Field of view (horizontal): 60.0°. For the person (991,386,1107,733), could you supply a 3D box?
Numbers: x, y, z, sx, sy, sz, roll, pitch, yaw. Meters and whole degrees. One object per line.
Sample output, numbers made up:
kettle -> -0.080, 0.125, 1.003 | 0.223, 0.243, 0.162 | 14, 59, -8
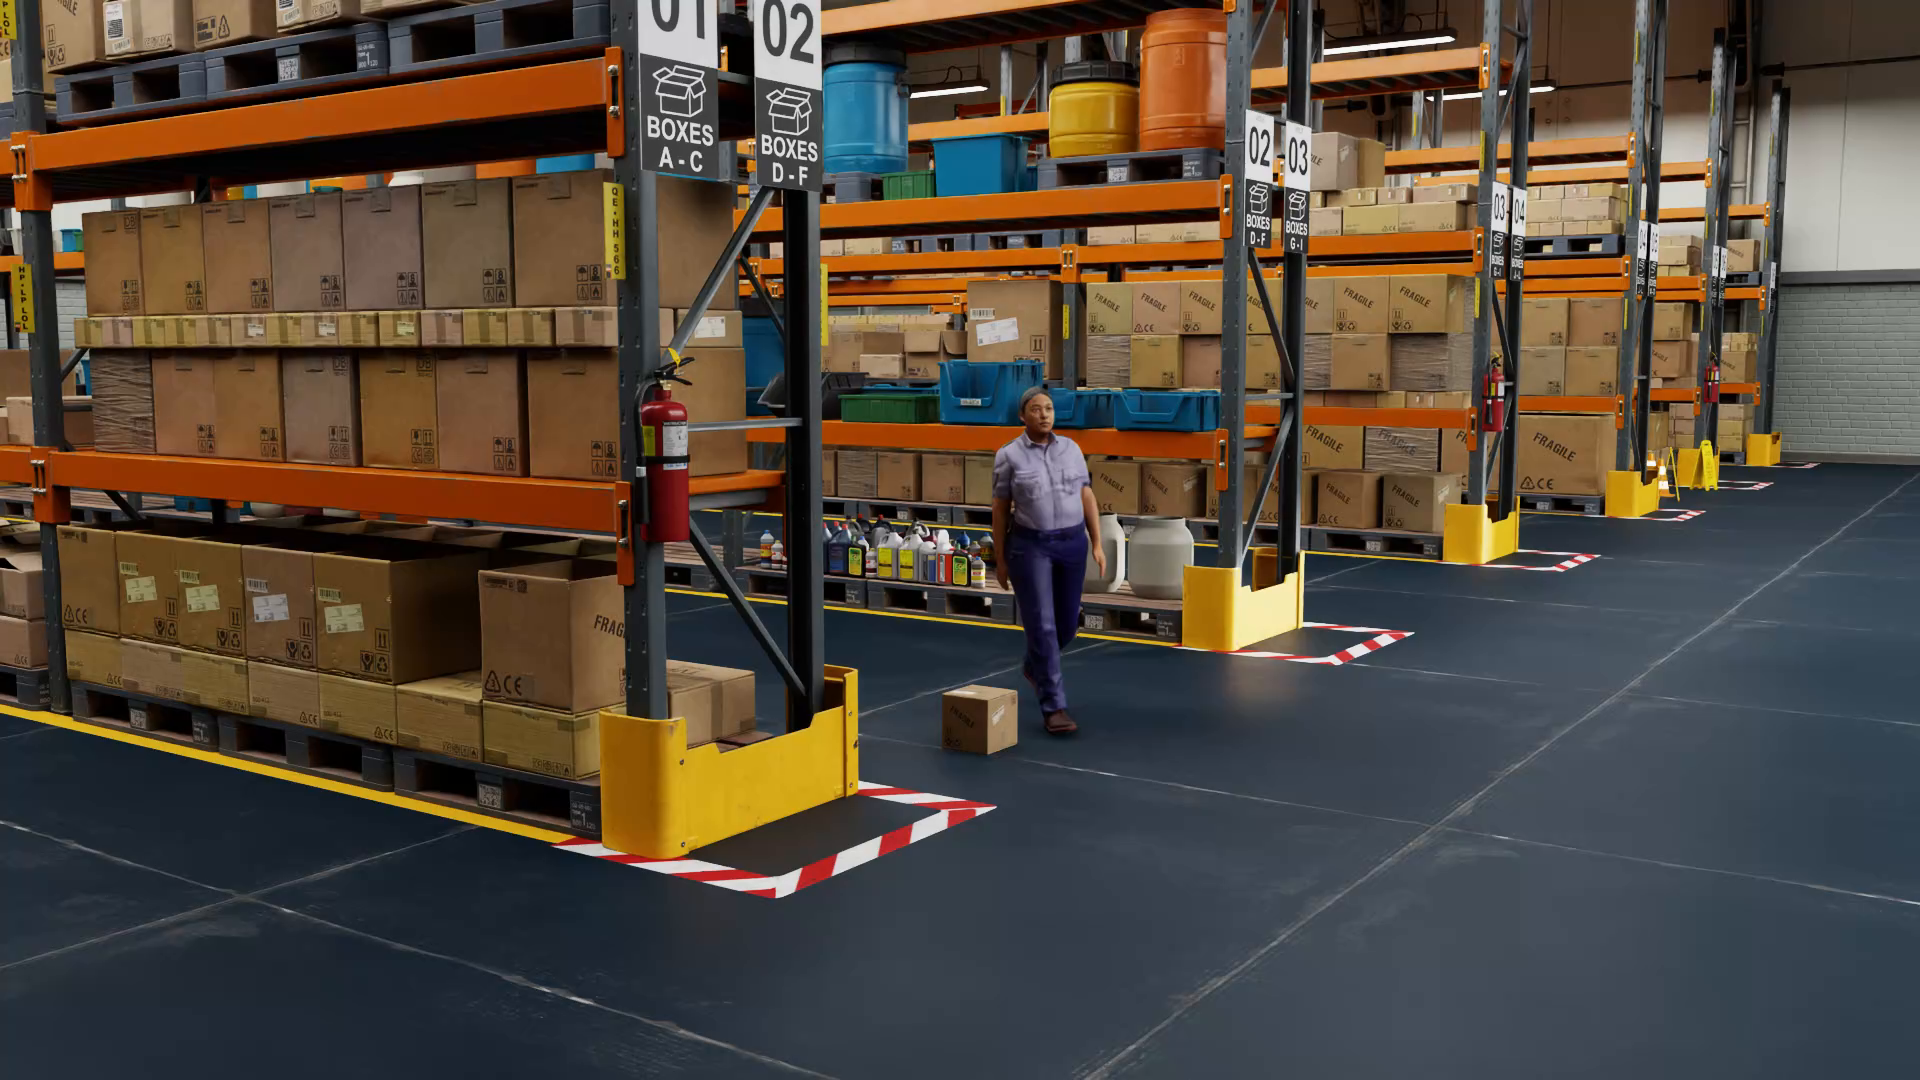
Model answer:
person -> 0.418, 0.068, 8.048 | 0.513, 1.615, 0.927 | -2, 7, -18
